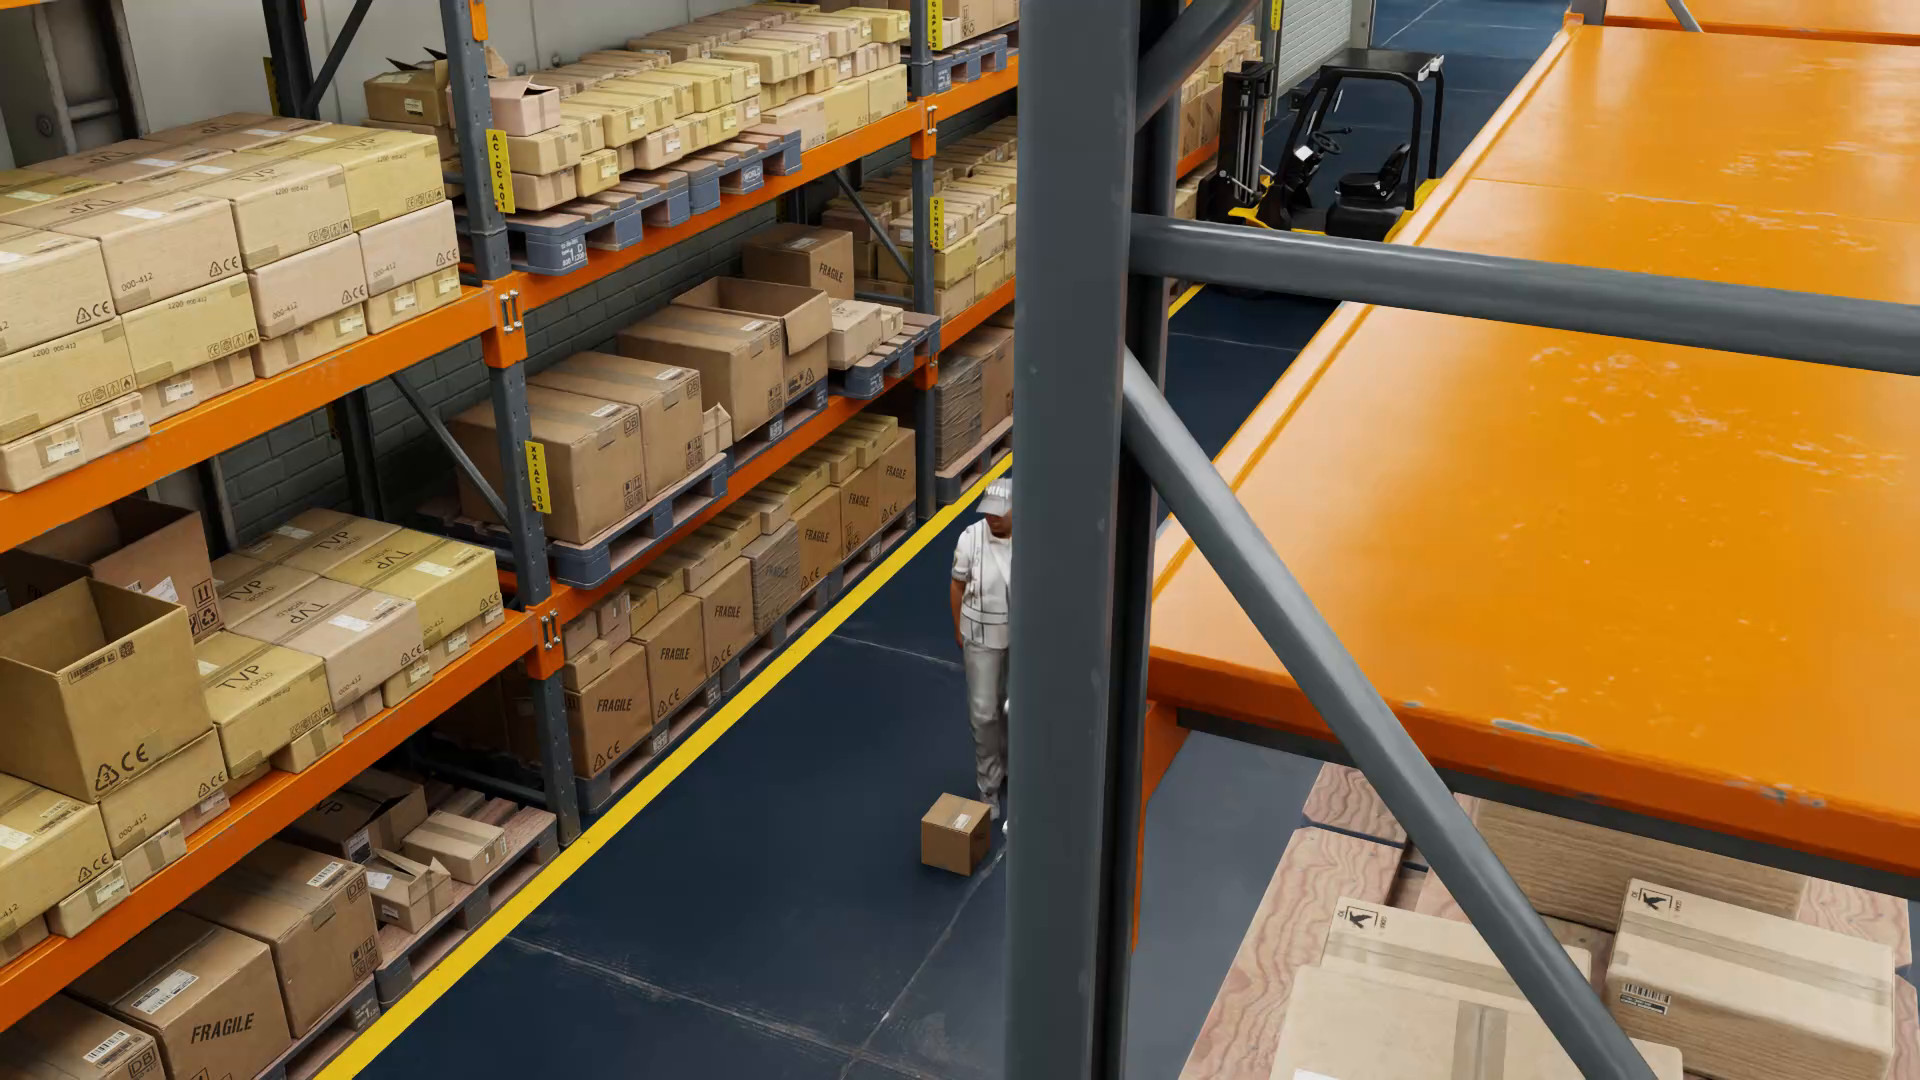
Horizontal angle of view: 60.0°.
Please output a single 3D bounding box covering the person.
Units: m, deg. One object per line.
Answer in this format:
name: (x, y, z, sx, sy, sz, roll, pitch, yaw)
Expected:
person: (0.230, 0.531, 8.089, 0.498, 1.731, 0.587, -5, 27, -10)
